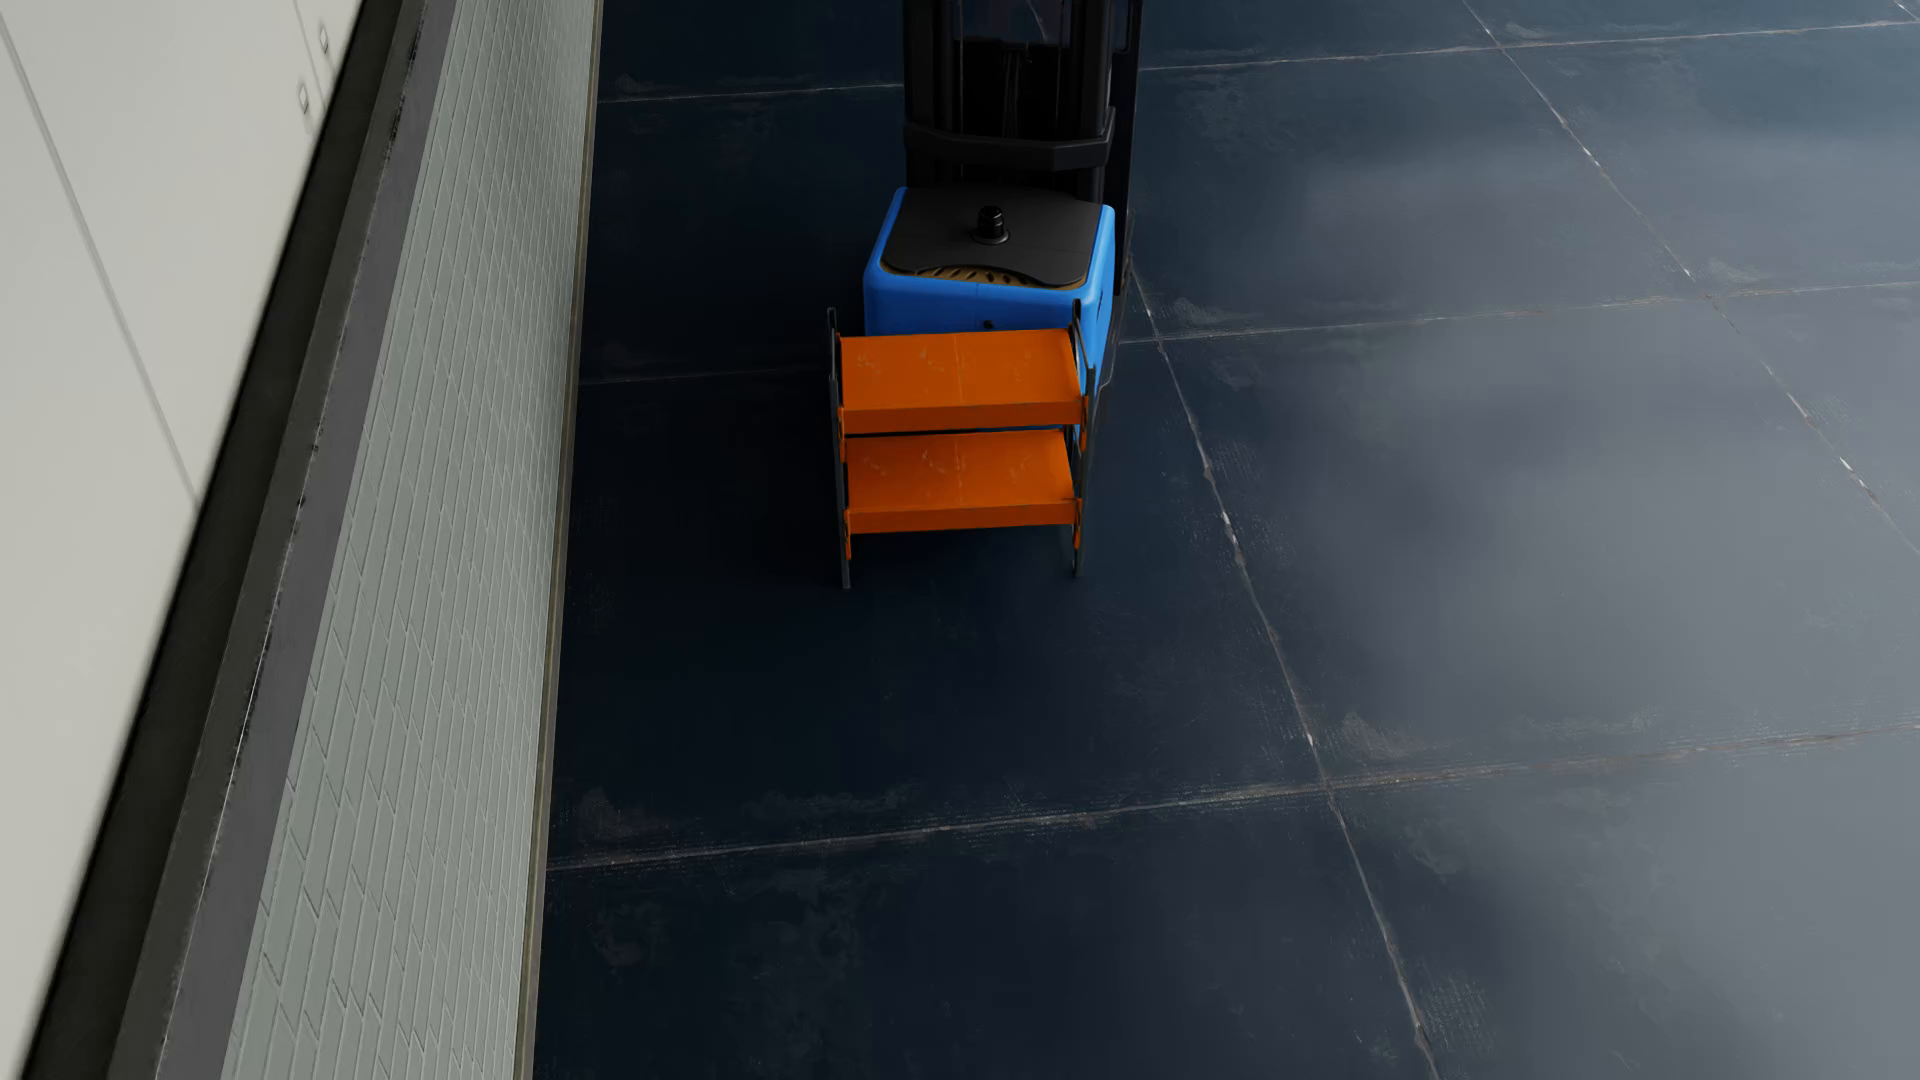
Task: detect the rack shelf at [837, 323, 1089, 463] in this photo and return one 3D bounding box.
[{"bbox_3d":[-0.005,-0.613,6.867,1.000,0.278,0.538,-3,42,-3],"label":"rack shelf"}]

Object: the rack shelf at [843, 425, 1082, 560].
[{"bbox_3d":[-0.005,-0.214,7.227,1.000,0.278,0.538,-3,42,-3],"label":"rack shelf"}]

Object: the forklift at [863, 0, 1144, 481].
[{"bbox_3d":[0.324,-2.340,7.872,1.130,2.935,3.031,7,42,7],"label":"forklift"}]

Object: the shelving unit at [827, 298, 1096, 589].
[{"bbox_3d":[-0.005,-0.395,7.063,1.048,1.125,0.538,-3,42,-3],"label":"shelving unit"}]

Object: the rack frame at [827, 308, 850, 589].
[{"bbox_3d":[-0.512,-0.371,7.036,0.032,1.125,0.500,-3,42,-3],"label":"rack frame"}]

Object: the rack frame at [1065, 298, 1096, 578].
[{"bbox_3d":[0.502,-0.420,7.091,0.032,1.125,0.500,-3,42,-3],"label":"rack frame"}]
